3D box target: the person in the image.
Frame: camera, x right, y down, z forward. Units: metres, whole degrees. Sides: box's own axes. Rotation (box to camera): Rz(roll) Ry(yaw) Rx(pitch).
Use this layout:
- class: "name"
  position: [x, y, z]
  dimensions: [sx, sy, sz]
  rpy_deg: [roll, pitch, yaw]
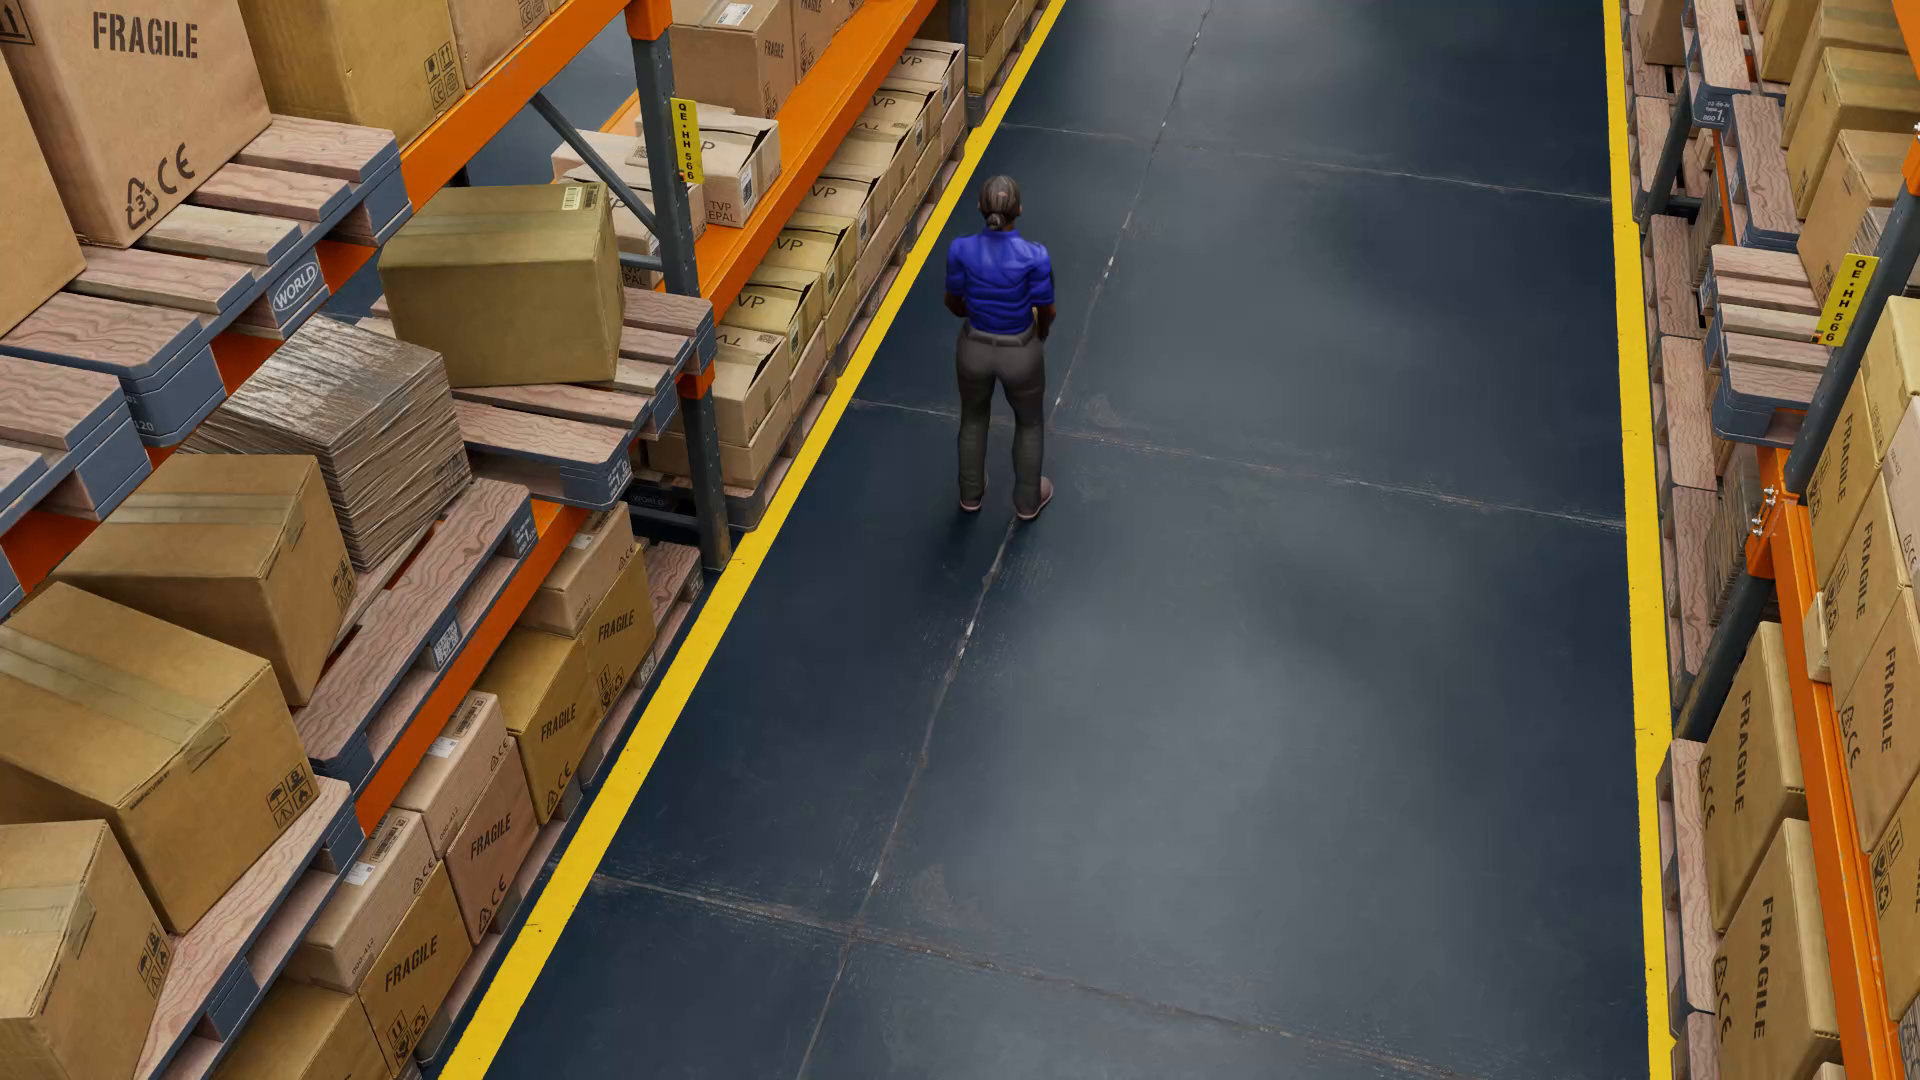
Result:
- class: "person"
  position: [0.179, -0.823, 7.094]
  dimensions: [0.478, 1.663, 0.405]
  rpy_deg: [9, 42, 10]
